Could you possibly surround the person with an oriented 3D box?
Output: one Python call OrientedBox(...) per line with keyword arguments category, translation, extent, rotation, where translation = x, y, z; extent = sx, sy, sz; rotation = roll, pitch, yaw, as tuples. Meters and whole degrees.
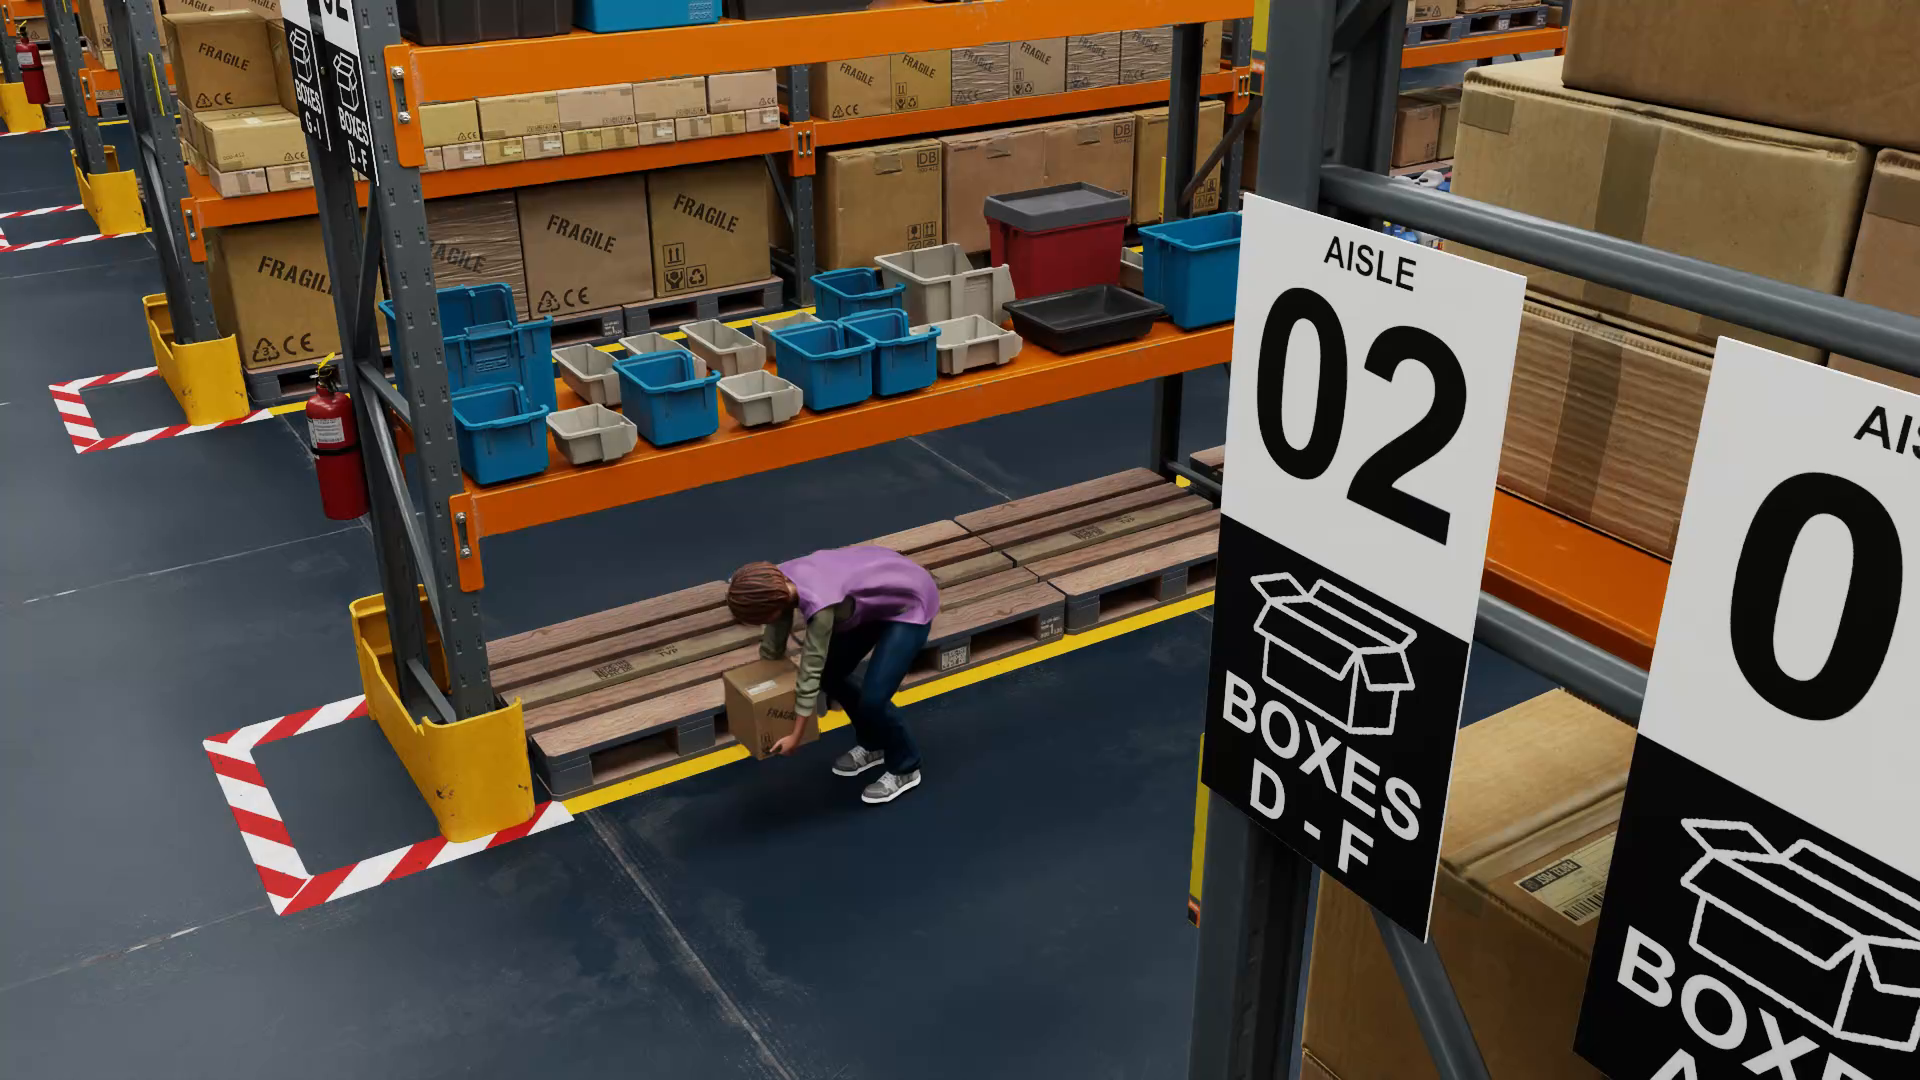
OrientedBox(category="person", translation=(-0.461, 0.497, 6.190), extent=(0.850, 1.073, 0.408), rotation=(-17, 30, -32))
